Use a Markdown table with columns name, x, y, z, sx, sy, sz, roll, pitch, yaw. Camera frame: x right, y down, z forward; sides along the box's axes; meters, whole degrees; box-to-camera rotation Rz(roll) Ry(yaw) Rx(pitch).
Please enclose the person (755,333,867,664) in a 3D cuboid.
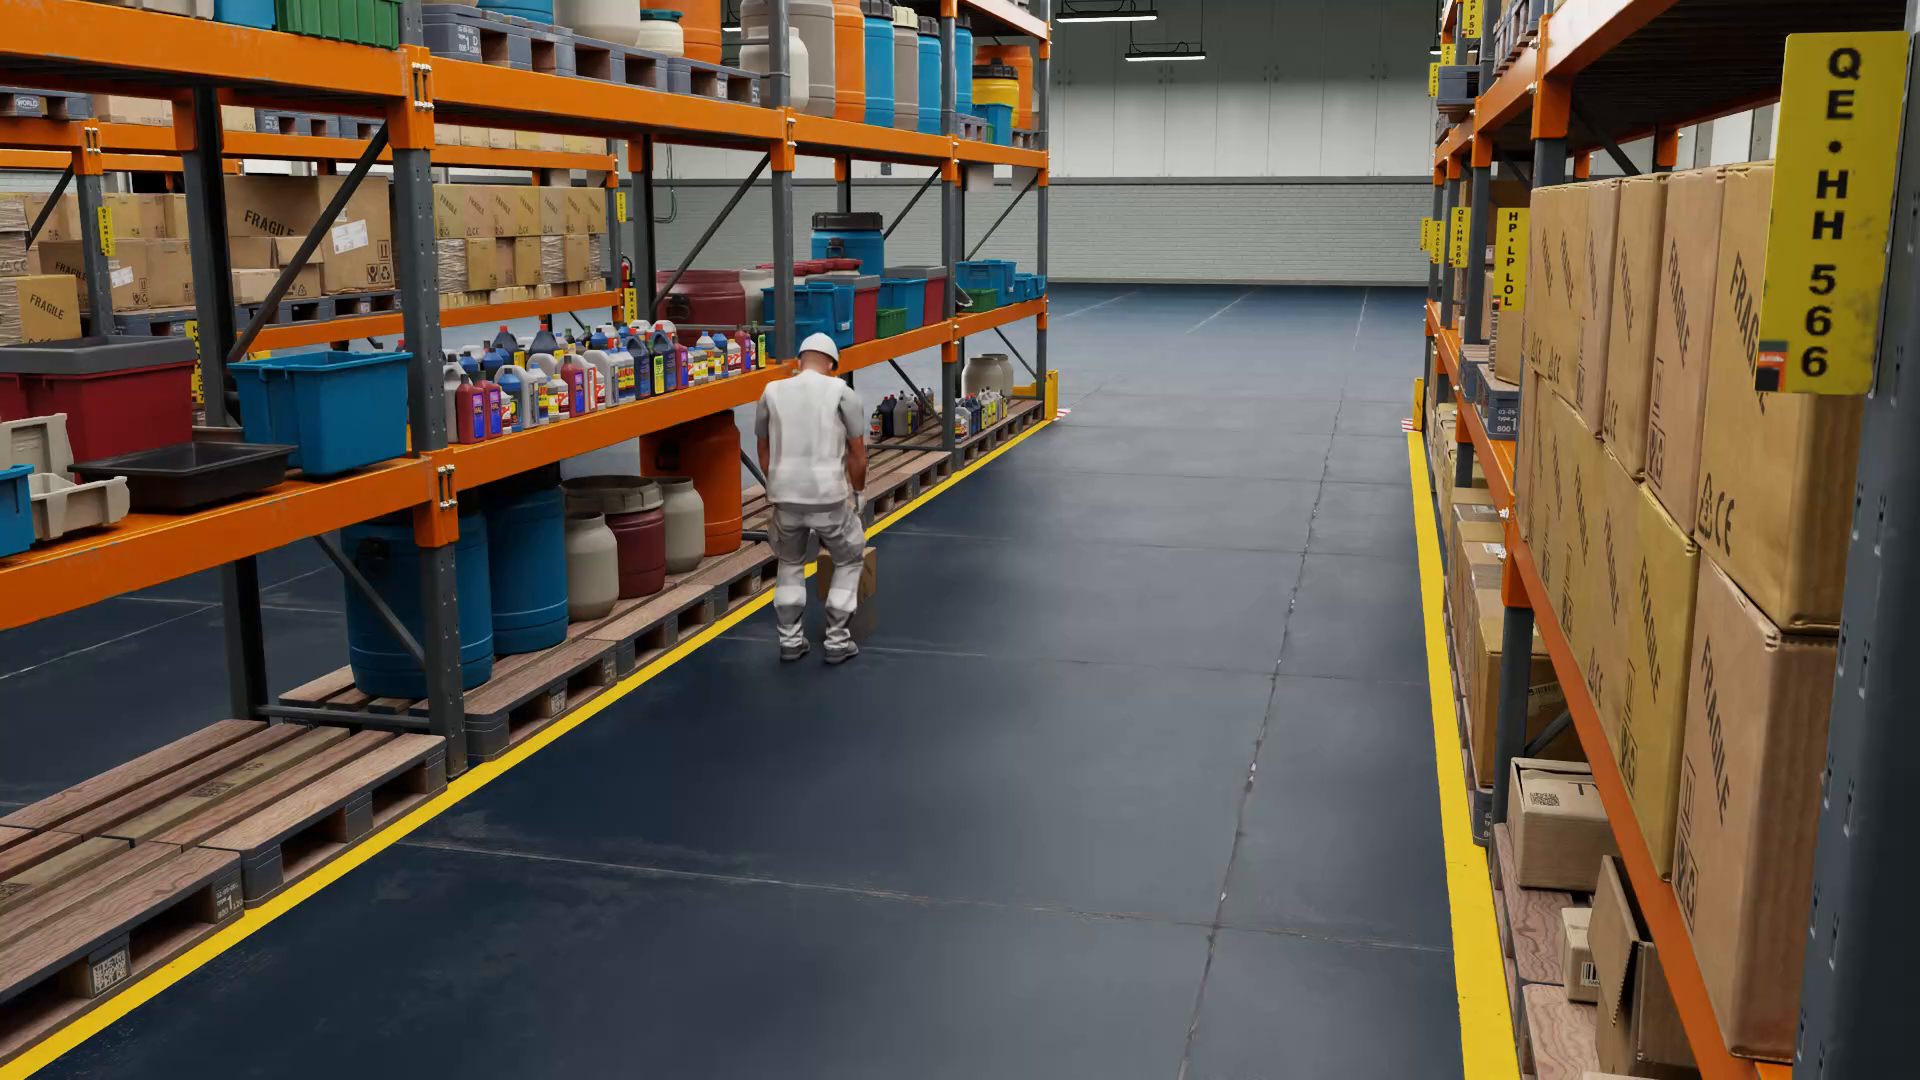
| name | x | y | z | sx | sy | sz | roll | pitch | yaw |
| --- | --- | --- | --- | --- | --- | --- | --- | --- | --- |
| person | -0.751 | -0.214 | 8.366 | 0.568 | 1.627 | 0.602 | 3 | 12 | 15 |
